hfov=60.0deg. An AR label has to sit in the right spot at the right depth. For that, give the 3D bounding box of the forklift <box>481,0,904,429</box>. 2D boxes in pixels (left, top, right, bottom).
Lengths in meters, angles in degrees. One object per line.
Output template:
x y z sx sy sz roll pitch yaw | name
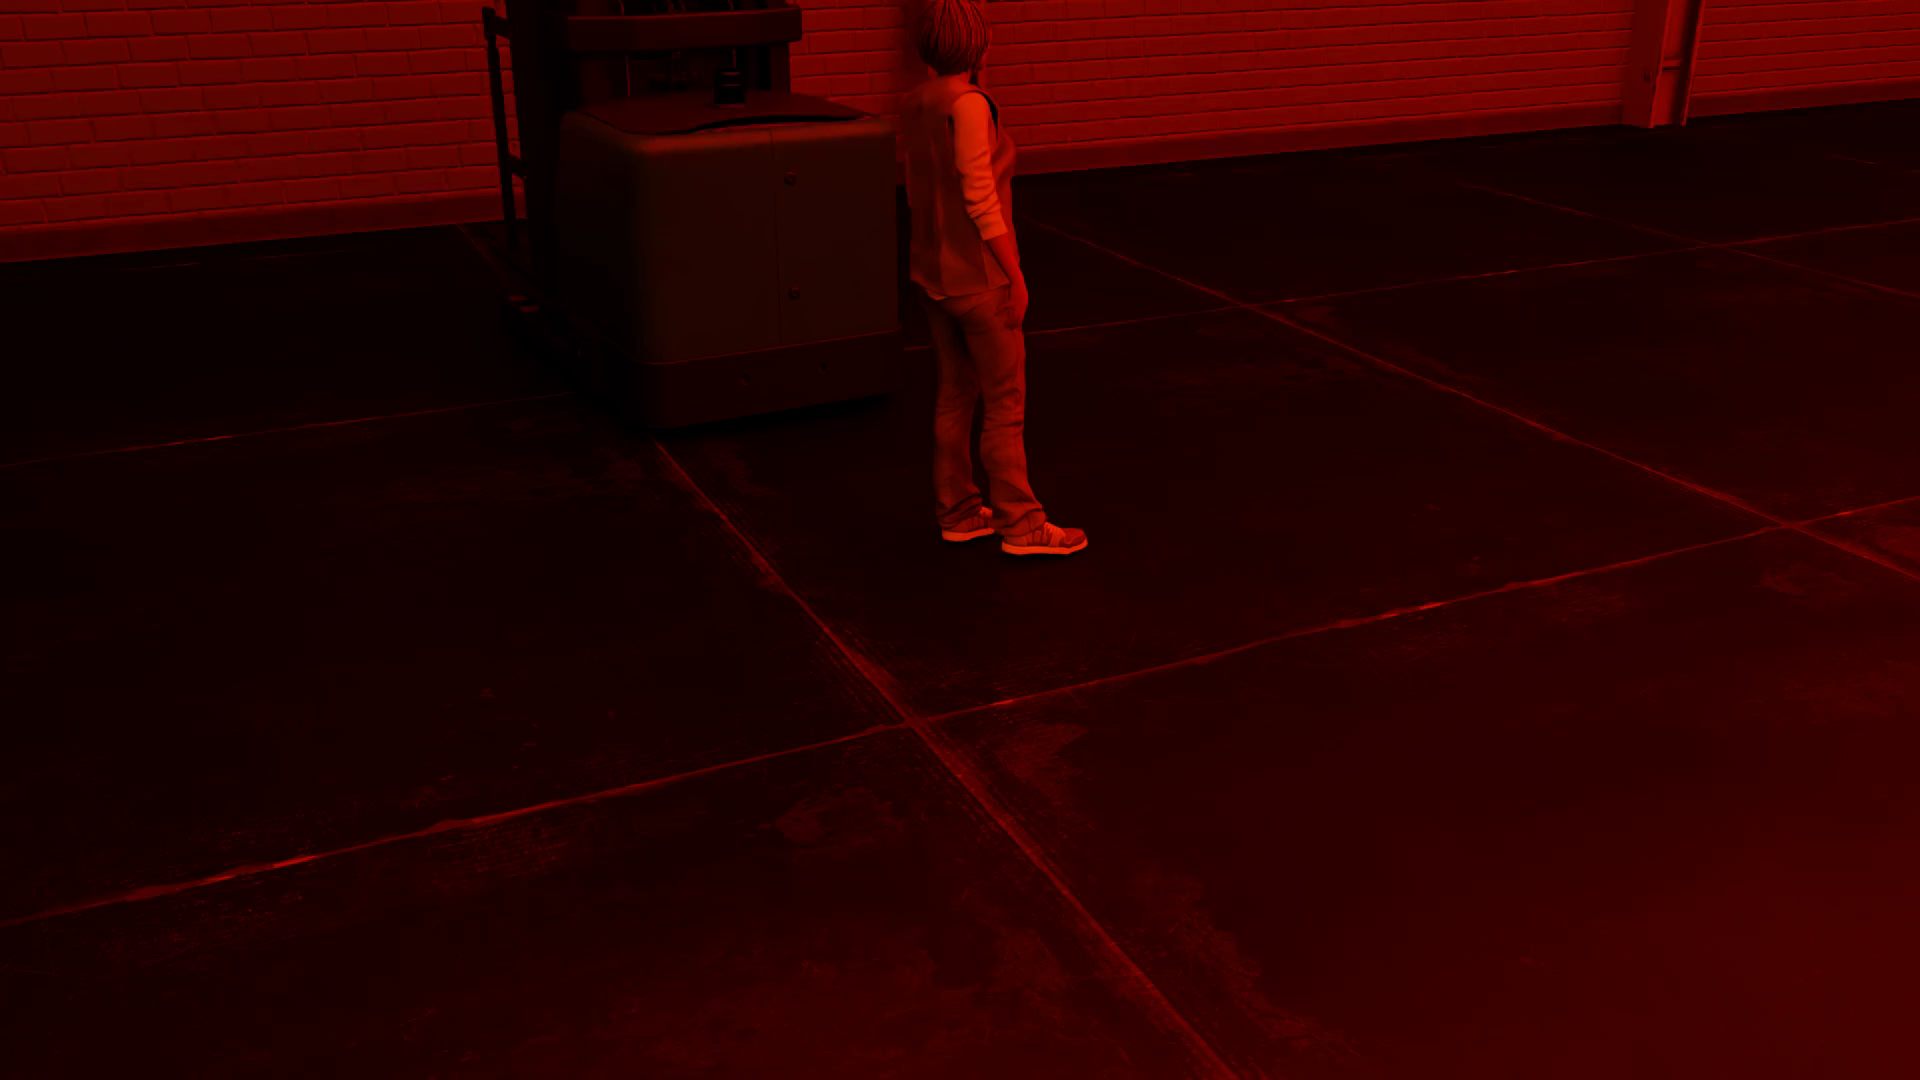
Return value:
-1.363 -2.270 6.750 1.130 2.935 3.031 -12 25 -26 | forklift

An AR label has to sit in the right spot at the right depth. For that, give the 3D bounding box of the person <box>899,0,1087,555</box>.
0.078 -0.754 4.836 0.434 1.601 0.541 -13 26 -28 | person
